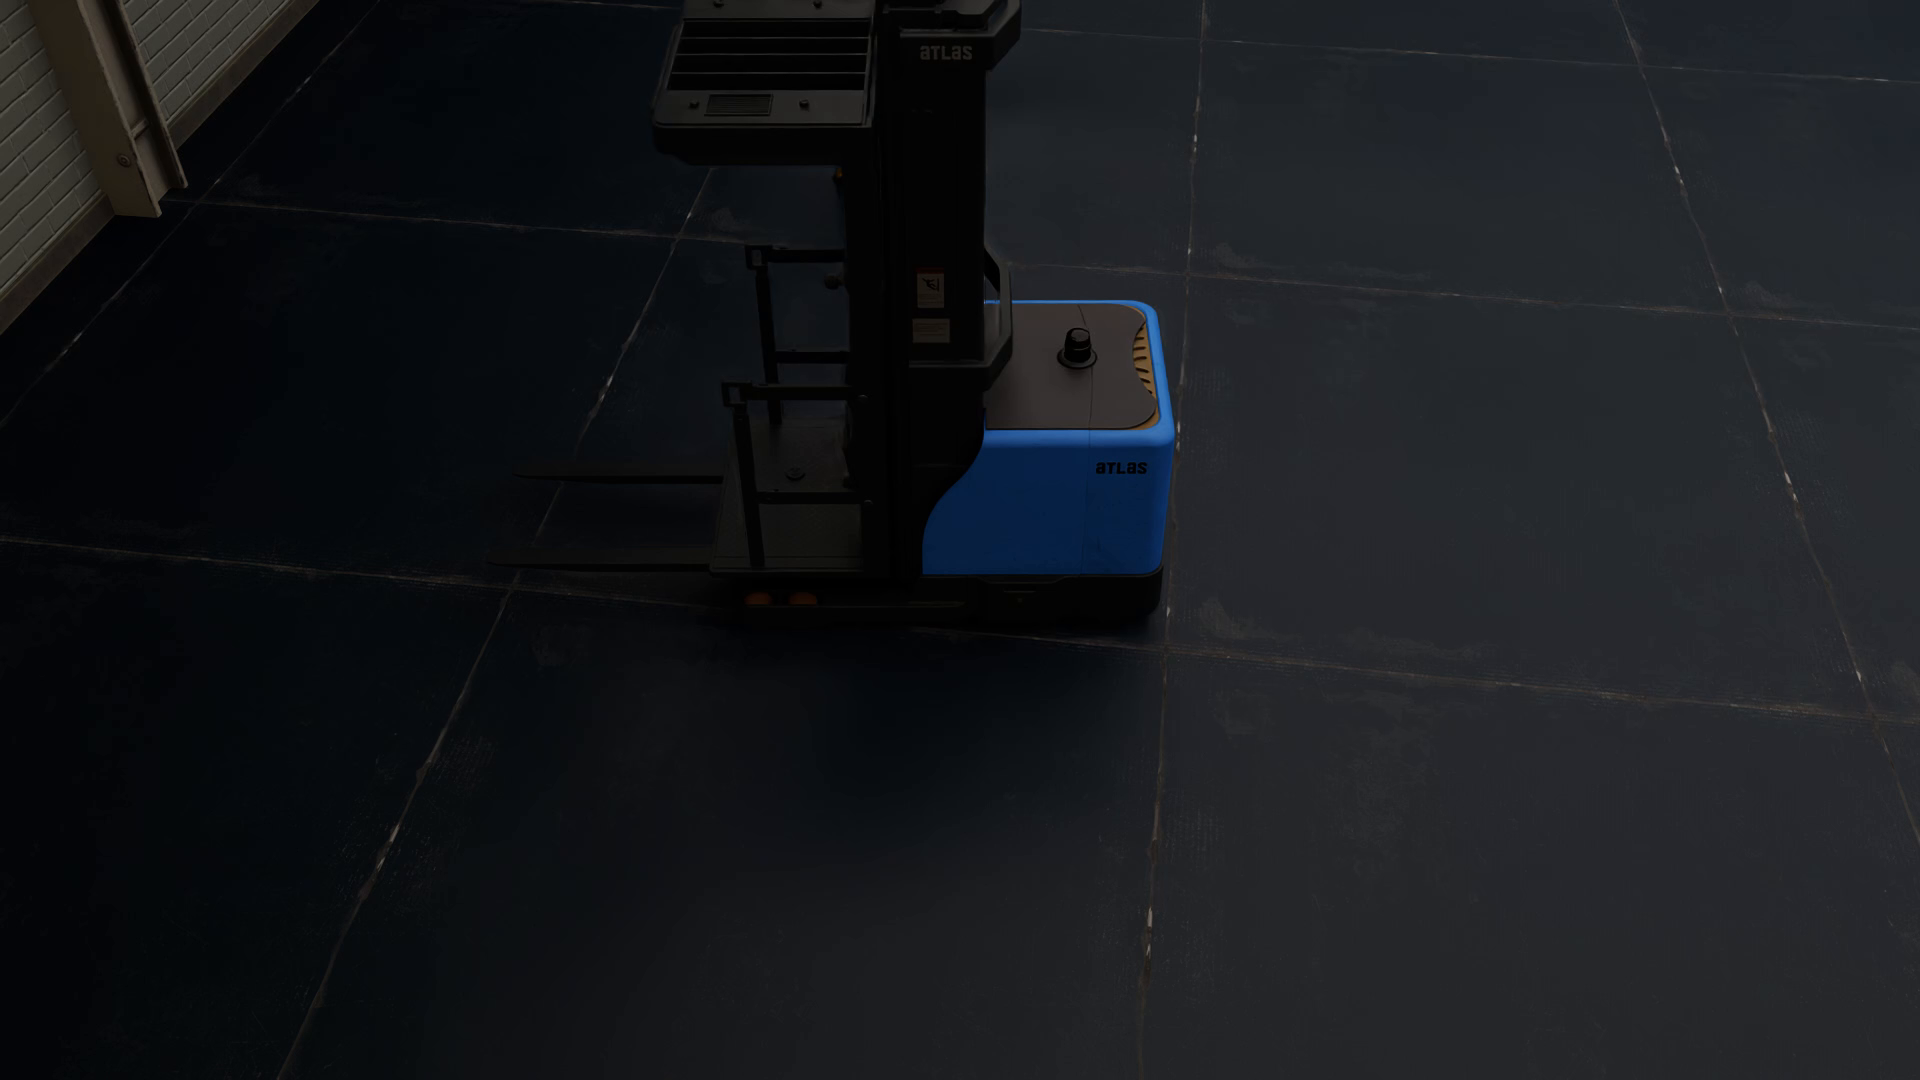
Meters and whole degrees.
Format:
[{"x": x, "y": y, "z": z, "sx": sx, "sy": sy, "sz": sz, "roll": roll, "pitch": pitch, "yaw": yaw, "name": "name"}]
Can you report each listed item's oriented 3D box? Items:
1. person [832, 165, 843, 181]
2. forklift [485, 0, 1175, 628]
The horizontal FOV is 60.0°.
[{"x": -0.497, "y": -2.823, "z": 9.706, "sx": 0.677, "sy": 1.786, "sz": 0.496, "roll": -5, "pitch": 43, "yaw": -6, "name": "person"}, {"x": -0.617, "y": -1.044, "z": 6.861, "sx": 3.031, "sy": 2.935, "sz": 1.130, "roll": 0, "pitch": 43, "yaw": 0, "name": "forklift"}]
